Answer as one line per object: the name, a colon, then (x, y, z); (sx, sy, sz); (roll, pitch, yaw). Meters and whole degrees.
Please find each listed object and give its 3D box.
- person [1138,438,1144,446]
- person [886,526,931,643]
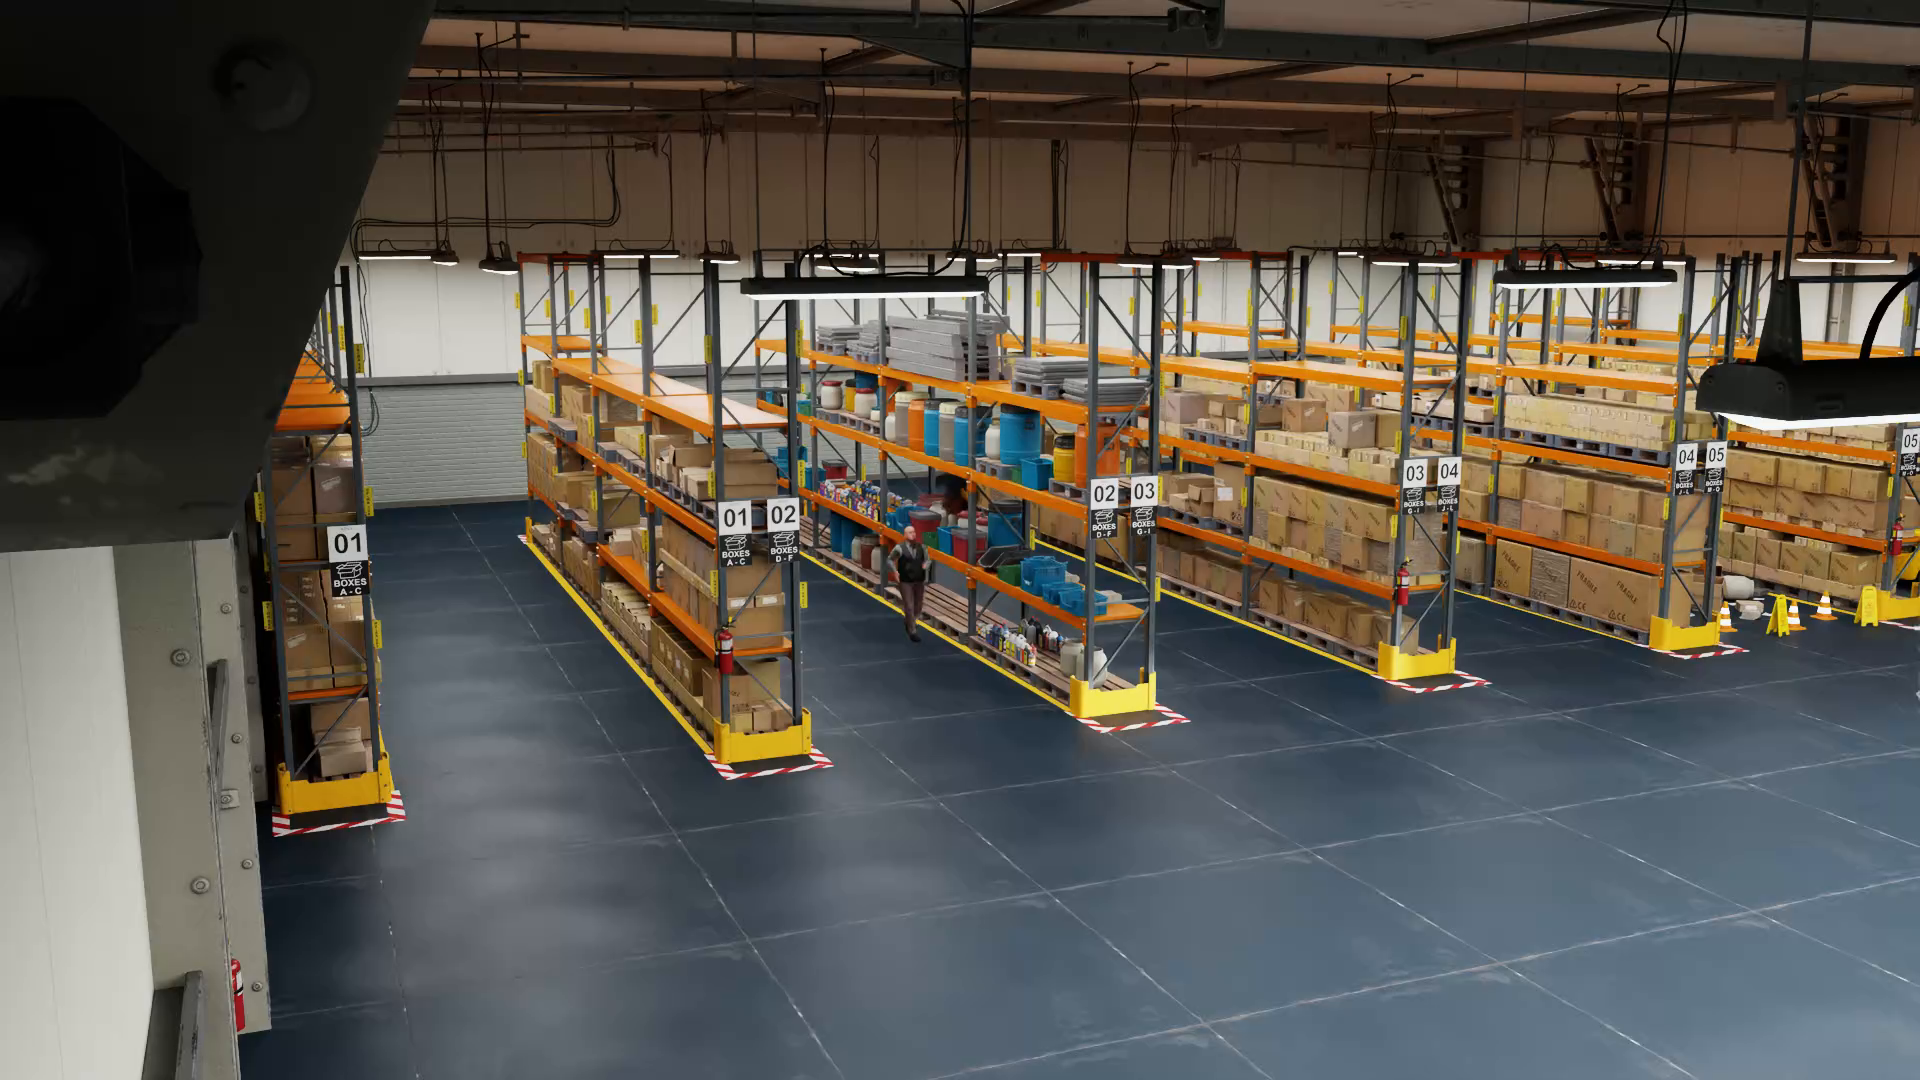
person: (4.118, -1.536, 38.341); (0.664, 1.771, 0.883); (-3, 11, -15)
person: (-0.735, 0.658, 25.130); (0.668, 1.732, 0.834); (-4, 11, -23)
